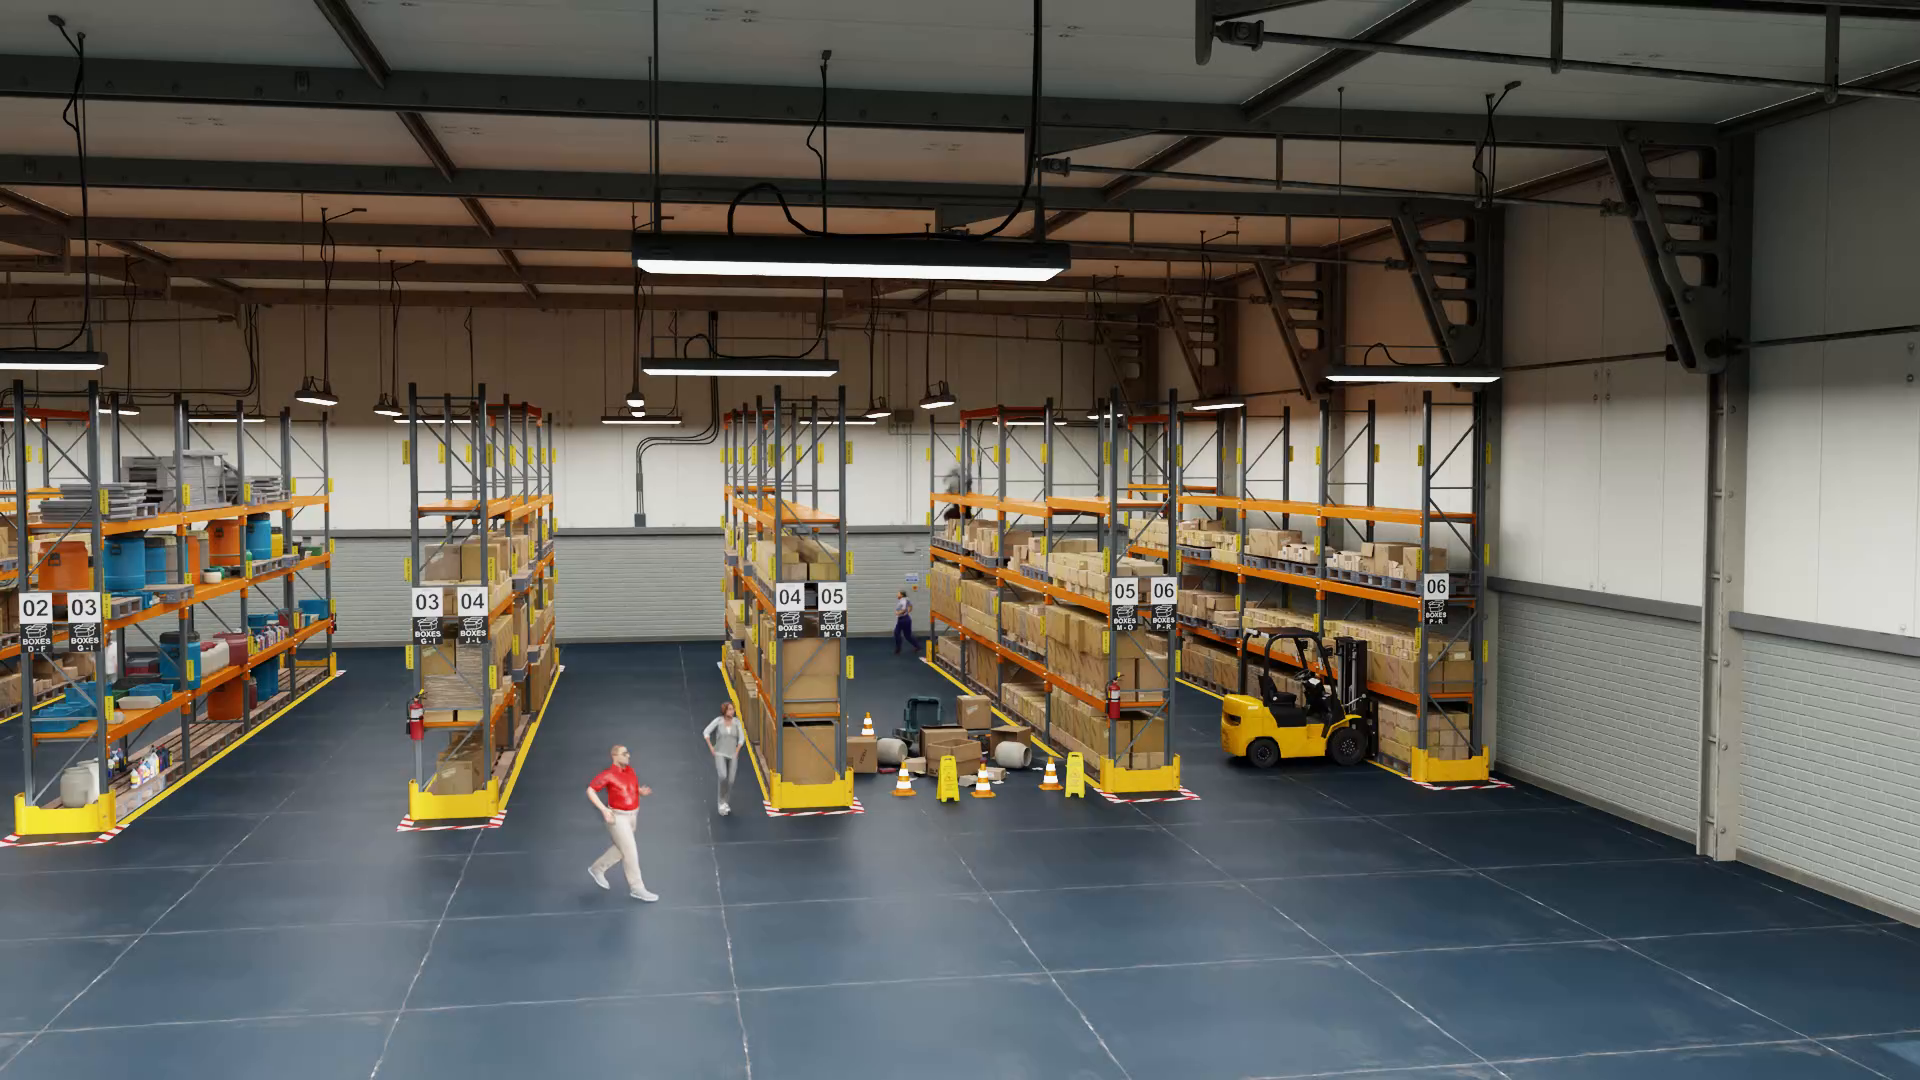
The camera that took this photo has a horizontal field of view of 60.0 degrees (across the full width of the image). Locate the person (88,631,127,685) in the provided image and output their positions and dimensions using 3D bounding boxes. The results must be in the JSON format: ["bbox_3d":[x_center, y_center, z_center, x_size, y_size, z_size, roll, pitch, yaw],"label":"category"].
[{"bbox_3d":[-16.224,2.525,31.622,0.649,1.726,0.578,-1,3,-20],"label":"person"}]

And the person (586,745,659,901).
[{"bbox_3d":[-3.825,3.165,18.777,0.989,1.716,0.662,1,3,19],"label":"person"}]

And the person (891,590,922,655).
[{"bbox_3d":[-1.336,2.081,41.615,0.767,1.683,0.617,0,3,-6],"label":"person"}]

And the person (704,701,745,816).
[{"bbox_3d":[-3.260,3.034,23.177,0.549,1.579,0.612,-1,3,-22],"label":"person"}]
